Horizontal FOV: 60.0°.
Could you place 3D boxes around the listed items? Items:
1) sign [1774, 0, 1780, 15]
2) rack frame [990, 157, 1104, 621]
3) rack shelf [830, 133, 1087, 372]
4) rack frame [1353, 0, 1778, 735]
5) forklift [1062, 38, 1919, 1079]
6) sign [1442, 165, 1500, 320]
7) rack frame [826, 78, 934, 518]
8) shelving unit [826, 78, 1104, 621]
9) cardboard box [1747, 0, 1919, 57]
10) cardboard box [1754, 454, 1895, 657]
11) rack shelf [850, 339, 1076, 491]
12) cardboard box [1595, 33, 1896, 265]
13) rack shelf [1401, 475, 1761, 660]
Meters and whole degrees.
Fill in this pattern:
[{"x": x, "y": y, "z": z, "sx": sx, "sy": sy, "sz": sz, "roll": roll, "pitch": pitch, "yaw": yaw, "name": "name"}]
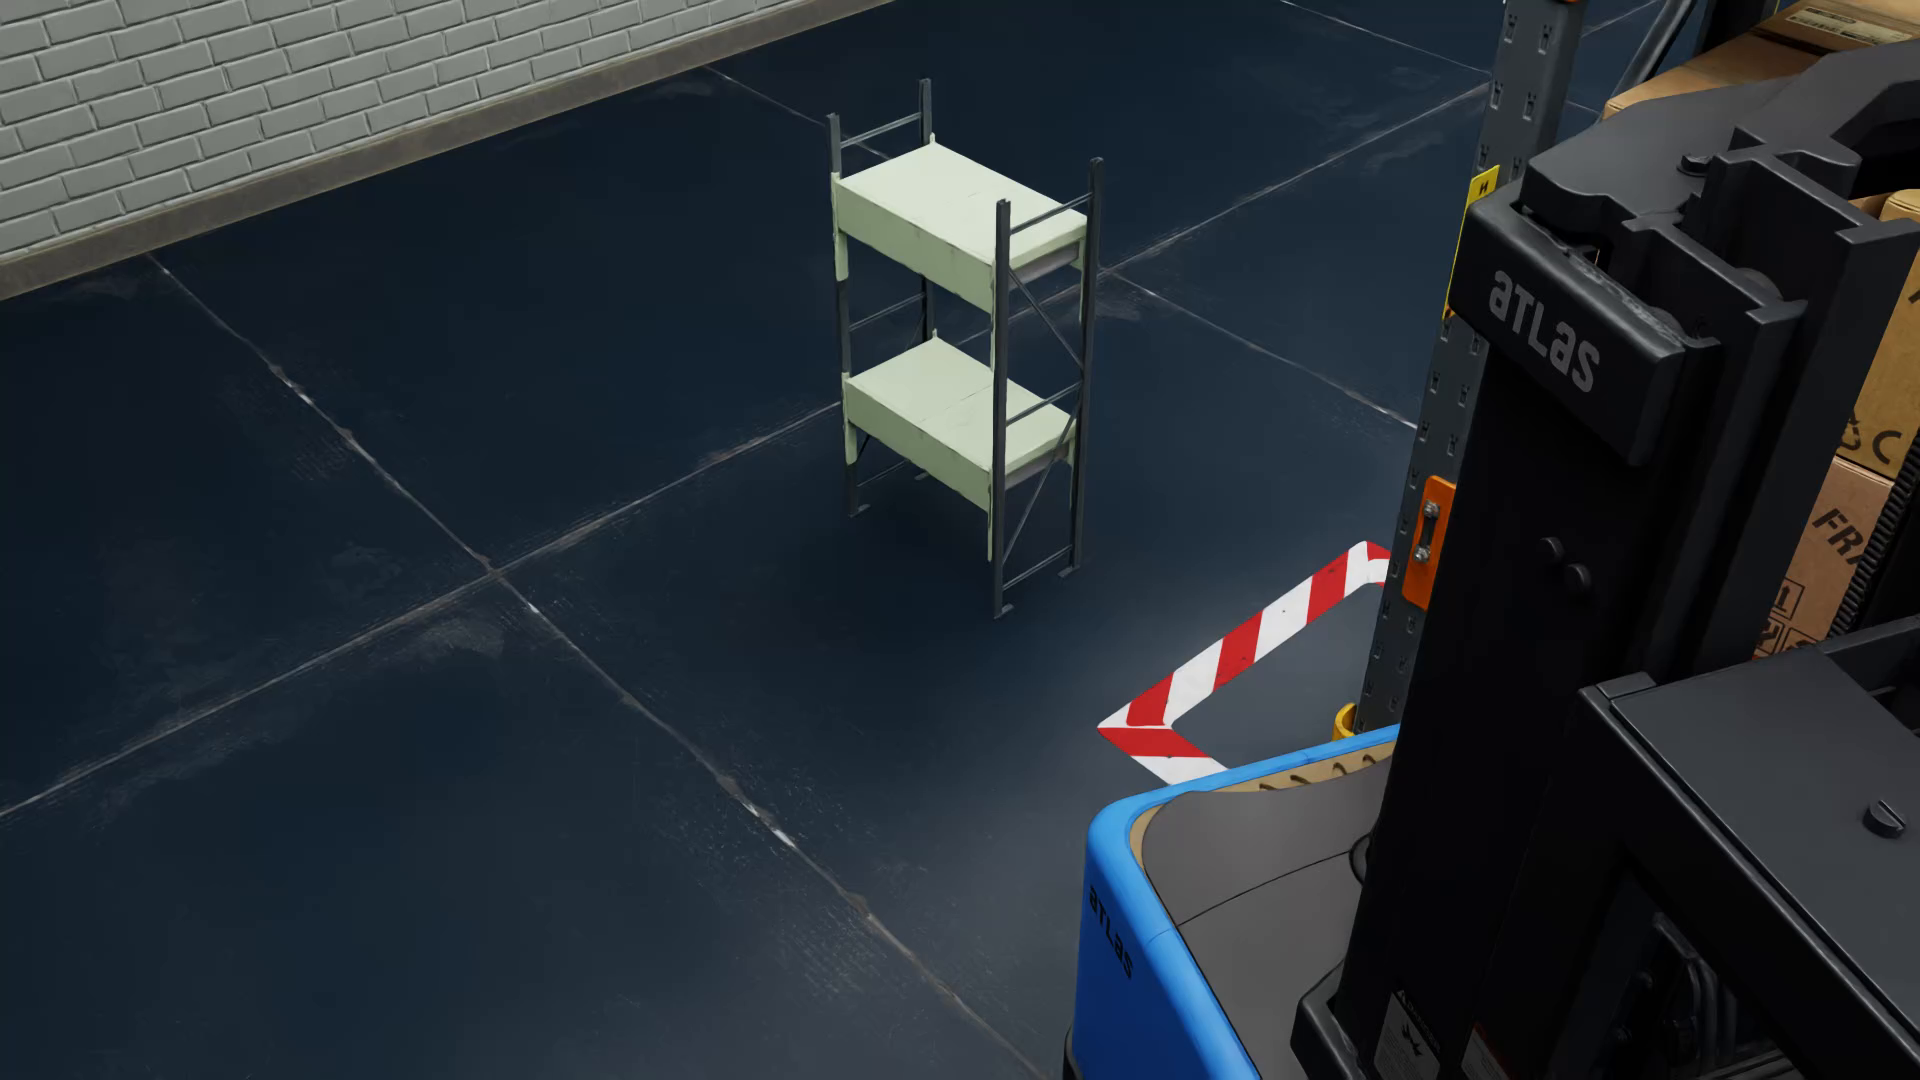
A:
[{"x": 1.876, "y": -1.304, "z": 3.804, "sx": 0.100, "sy": 0.325, "sz": 0.005, "roll": -30, "pitch": 48, "yaw": -32, "name": "sign"}, {"x": 0.252, "y": -0.411, "z": 5.065, "sx": 0.400, "sy": 1.500, "sz": 0.023, "roll": -30, "pitch": 48, "yaw": -32, "name": "rack frame"}, {"x": 0.005, "y": -0.884, "z": 5.030, "sx": 0.431, "sy": 0.370, "sz": 0.720, "roll": -30, "pitch": 48, "yaw": -32, "name": "rack shelf"}, {"x": 1.453, "y": -0.504, "z": 3.987, "sx": 1.000, "sy": 3.000, "sz": 0.127, "roll": -30, "pitch": 48, "yaw": -32, "name": "rack frame"}, {"x": 1.211, "y": 1.010, "z": 2.166, "sx": 1.130, "sy": 2.935, "sz": 3.031, "roll": -13, "pitch": 41, "yaw": -15, "name": "forklift"}, {"x": 1.054, "y": -0.610, "z": 3.429, "sx": 0.100, "sy": 0.325, "sz": 0.005, "roll": -30, "pitch": 48, "yaw": -32, "name": "sign"}, {"x": -0.243, "y": -0.750, "z": 5.485, "sx": 0.400, "sy": 1.500, "sz": 0.023, "roll": -30, "pitch": 48, "yaw": -32, "name": "rack frame"}, {"x": 0.005, "y": -0.580, "z": 5.275, "sx": 0.431, "sy": 1.500, "sz": 0.755, "roll": -30, "pitch": 48, "yaw": -32, "name": "shelving unit"}, {"x": 1.957, "y": -0.843, "z": 3.531, "sx": 0.500, "sy": 0.500, "sz": 0.500, "roll": -30, "pitch": 48, "yaw": -32, "name": "cardboard box"}, {"x": 1.912, "y": 0.011, "z": 3.270, "sx": 0.500, "sy": 0.500, "sz": 0.500, "roll": -30, "pitch": 48, "yaw": -32, "name": "cardboard box"}, {"x": 0.005, "y": -0.403, "z": 5.418, "sx": 0.368, "sy": 0.124, "sz": 0.686, "roll": -30, "pitch": 48, "yaw": -32, "name": "rack shelf"}, {"x": 1.559, "y": -0.615, "z": 3.248, "sx": 0.500, "sy": 0.500, "sz": 0.500, "roll": -28, "pitch": 47, "yaw": -31, "name": "cardboard box"}, {"x": 2.806, "y": 0.701, "z": 3.067, "sx": 1.077, "sy": 0.370, "sz": 4.000, "roll": -30, "pitch": 48, "yaw": -32, "name": "rack shelf"}]
